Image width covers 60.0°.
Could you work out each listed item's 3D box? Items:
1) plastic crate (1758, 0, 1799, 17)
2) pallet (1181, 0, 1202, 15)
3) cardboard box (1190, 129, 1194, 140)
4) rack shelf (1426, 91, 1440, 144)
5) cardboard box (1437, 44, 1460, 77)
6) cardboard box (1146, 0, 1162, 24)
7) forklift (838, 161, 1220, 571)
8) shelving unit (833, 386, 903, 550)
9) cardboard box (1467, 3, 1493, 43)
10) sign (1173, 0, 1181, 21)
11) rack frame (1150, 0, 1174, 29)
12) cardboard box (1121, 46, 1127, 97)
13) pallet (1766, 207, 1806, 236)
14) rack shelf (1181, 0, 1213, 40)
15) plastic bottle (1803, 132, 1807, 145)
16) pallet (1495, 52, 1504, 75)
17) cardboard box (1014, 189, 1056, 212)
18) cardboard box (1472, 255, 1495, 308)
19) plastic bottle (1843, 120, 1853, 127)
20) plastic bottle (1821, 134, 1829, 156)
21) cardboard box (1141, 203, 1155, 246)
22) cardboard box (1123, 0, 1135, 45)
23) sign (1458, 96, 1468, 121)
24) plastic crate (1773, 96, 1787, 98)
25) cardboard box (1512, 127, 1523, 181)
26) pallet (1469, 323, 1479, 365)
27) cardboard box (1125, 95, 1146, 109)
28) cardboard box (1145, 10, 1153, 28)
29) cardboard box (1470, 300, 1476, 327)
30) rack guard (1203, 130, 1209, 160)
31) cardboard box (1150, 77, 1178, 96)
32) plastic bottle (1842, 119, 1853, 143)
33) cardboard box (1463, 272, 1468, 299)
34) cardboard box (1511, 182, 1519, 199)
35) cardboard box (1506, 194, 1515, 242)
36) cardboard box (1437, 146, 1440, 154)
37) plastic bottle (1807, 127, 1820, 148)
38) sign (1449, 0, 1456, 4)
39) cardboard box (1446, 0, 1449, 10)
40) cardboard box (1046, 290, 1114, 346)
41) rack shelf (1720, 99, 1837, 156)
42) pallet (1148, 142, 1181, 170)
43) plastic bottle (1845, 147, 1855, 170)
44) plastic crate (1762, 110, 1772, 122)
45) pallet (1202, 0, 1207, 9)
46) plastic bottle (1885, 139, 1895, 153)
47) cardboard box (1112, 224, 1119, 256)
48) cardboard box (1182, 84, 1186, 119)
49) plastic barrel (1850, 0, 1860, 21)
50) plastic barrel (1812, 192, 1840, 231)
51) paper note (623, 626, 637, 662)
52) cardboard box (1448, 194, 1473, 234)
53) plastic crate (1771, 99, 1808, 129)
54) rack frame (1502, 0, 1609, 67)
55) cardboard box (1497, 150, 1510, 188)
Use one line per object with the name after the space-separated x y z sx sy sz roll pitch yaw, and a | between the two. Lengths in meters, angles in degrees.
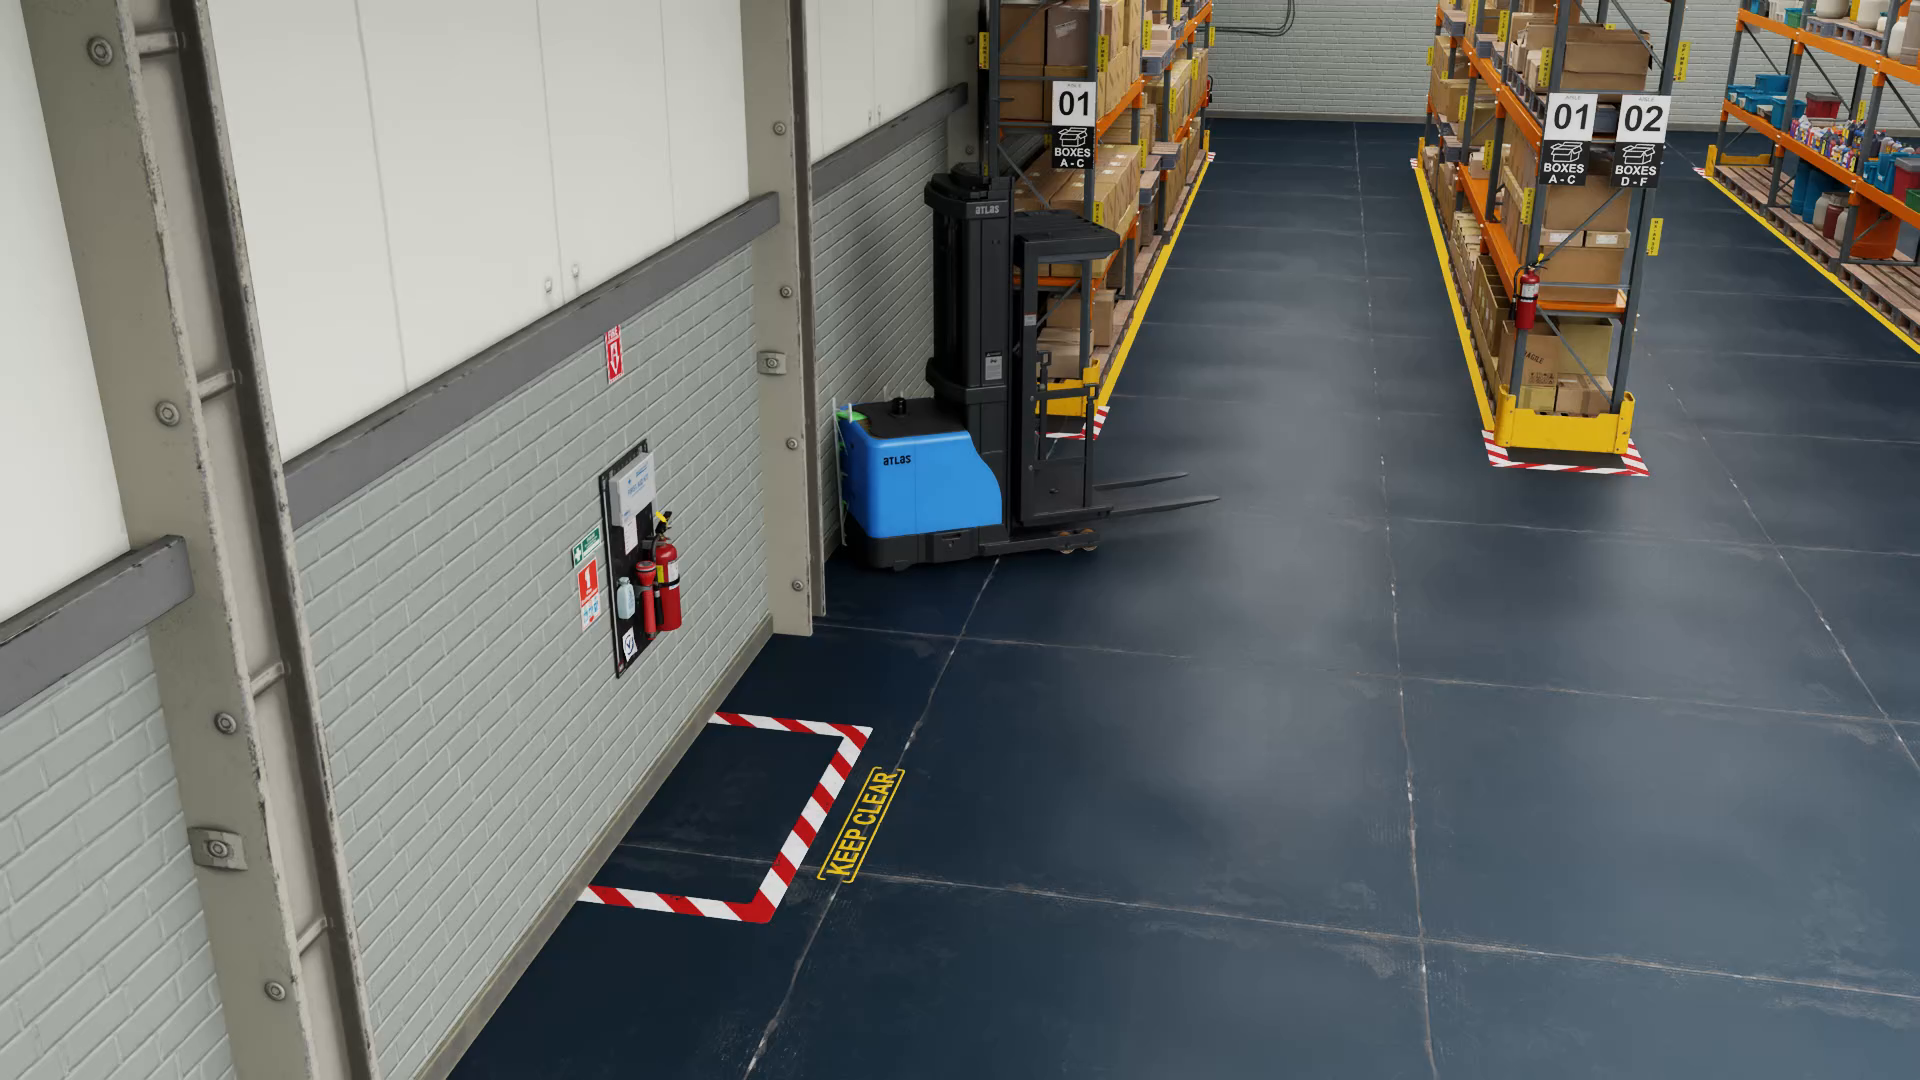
13.150 -8.594 26.744 0.504 0.338 0.767 4 22 11 | plastic crate
3.393 -8.710 27.068 1.003 0.211 1.213 4 22 11 | pallet
3.824 -6.965 28.548 0.380 0.149 0.250 4 22 9 | cardboard box
8.474 -7.083 27.887 1.077 0.370 4.000 4 22 11 | rack shelf
8.225 -7.955 27.620 0.500 0.500 0.500 4 22 10 | cardboard box
2.440 -7.418 23.020 0.700 0.500 0.500 3 22 7 | cardboard box
0.591 -1.433 12.988 3.031 2.935 1.130 -7 23 -17 | forklift
-0.694 -0.564 13.132 0.503 1.200 0.258 -16 24 -34 | shelving unit
7.410 -7.008 22.591 0.910 0.500 0.500 4 22 11 | cardboard box
2.930 -7.187 22.477 0.100 0.325 0.005 4 22 11 | sign
2.400 -8.381 22.118 1.000 3.000 0.127 4 22 11 | rack frame
1.415 -4.804 17.091 0.500 0.500 0.500 6 23 14 | cardboard box
12.716 -4.733 24.824 1.003 0.211 1.213 4 22 11 | pallet
3.624 -8.850 28.261 1.077 0.370 4.000 4 22 11 | rack shelf
12.282 -5.828 24.075 0.097 0.201 0.097 0 22 0 | plastic bottle
6.601 -5.385 18.951 0.805 0.209 1.217 4 22 9 | pallet
0.655 -3.149 16.326 0.500 0.500 0.500 4 22 10 | cardboard box
6.033 -2.881 18.605 0.500 0.500 0.500 4 22 11 | cardboard box
13.150 -6.080 24.600 0.152 0.276 0.135 4 22 11 | plastic bottle
12.061 -5.504 23.160 0.061 0.283 0.133 4 22 11 | plastic bottle
2.304 -4.375 22.960 0.700 0.500 0.500 5 22 12 | cardboard box
1.549 -5.449 17.355 0.500 0.500 0.500 4 22 9 | cardboard box
6.717 -5.760 22.197 0.100 0.325 0.005 4 22 11 | sign
13.741 -7.362 27.891 0.396 0.136 0.243 4 22 11 | plastic crate
6.247 -4.060 17.548 0.700 0.500 0.500 4 22 11 | cardboard box
6.230 -2.178 18.479 1.003 0.211 1.213 4 22 11 | pallet
2.307 -5.902 22.403 0.380 0.149 0.250 1 22 2 | cardboard box
2.044 -6.580 21.496 0.797 0.503 0.637 8 23 18 | cardboard box
6.042 -2.532 18.744 0.500 0.250 0.500 4 22 11 | cardboard box
4.037 -7.373 30.992 1.175 0.500 0.348 4 22 11 | rack guard
2.854 -6.483 23.872 0.500 0.250 0.500 4 22 10 | cardboard box
12.906 -5.933 24.136 0.144 0.351 0.185 4 22 11 | plastic bottle
6.339 -3.037 19.998 0.500 0.250 0.500 4 22 10 | cardboard box
5.982 -3.649 17.397 0.380 0.149 0.250 4 22 9 | cardboard box
6.248 -3.449 17.769 0.700 0.500 0.500 4 22 10 | cardboard box
8.444 -6.418 28.028 0.797 0.503 0.637 4 22 11 | cardboard box
12.258 -5.769 23.830 0.152 0.276 0.135 4 22 11 | plastic bottle
7.533 -8.355 25.375 0.100 0.325 0.005 4 22 11 | sign
8.111 -8.570 26.804 0.500 0.250 0.500 4 22 11 | cardboard box
1.311 -2.436 18.144 0.700 0.500 0.500 3 22 8 | cardboard box
13.323 -6.704 26.946 1.077 0.370 4.000 4 22 11 | rack shelf
2.358 -5.240 22.607 1.213 0.211 1.003 4 22 11 | pallet
11.810 -5.054 22.043 0.061 0.283 0.133 4 22 11 | plastic bottle
12.880 -6.636 26.103 0.437 0.125 0.590 4 22 11 | plastic crate
3.644 -9.155 28.173 1.003 0.211 1.213 4 22 11 | pallet
12.789 -5.380 22.868 0.097 0.271 0.097 0 22 0 | plastic bottle
1.379 -3.143 17.317 0.500 0.250 0.500 4 22 10 | cardboard box
3.163 -6.696 25.406 0.500 0.500 0.500 4 22 11 | cardboard box
12.927 -7.630 23.455 0.600 0.588 0.600 0 22 0 | plastic barrel
12.440 -4.690 23.752 0.421 0.512 0.421 0 22 0 | plastic barrel
-1.806 0.569 9.105 0.016 0.148 0.142 4 22 11 | paper note
7.211 -4.626 23.583 0.500 0.500 0.500 5 23 13 | cardboard box
12.676 -6.523 25.476 0.392 0.384 0.575 4 22 11 | plastic crate
6.434 -6.542 17.551 1.000 3.000 0.127 4 22 11 | rack frame
6.816 -4.461 20.281 0.500 0.500 0.500 4 22 11 | cardboard box
